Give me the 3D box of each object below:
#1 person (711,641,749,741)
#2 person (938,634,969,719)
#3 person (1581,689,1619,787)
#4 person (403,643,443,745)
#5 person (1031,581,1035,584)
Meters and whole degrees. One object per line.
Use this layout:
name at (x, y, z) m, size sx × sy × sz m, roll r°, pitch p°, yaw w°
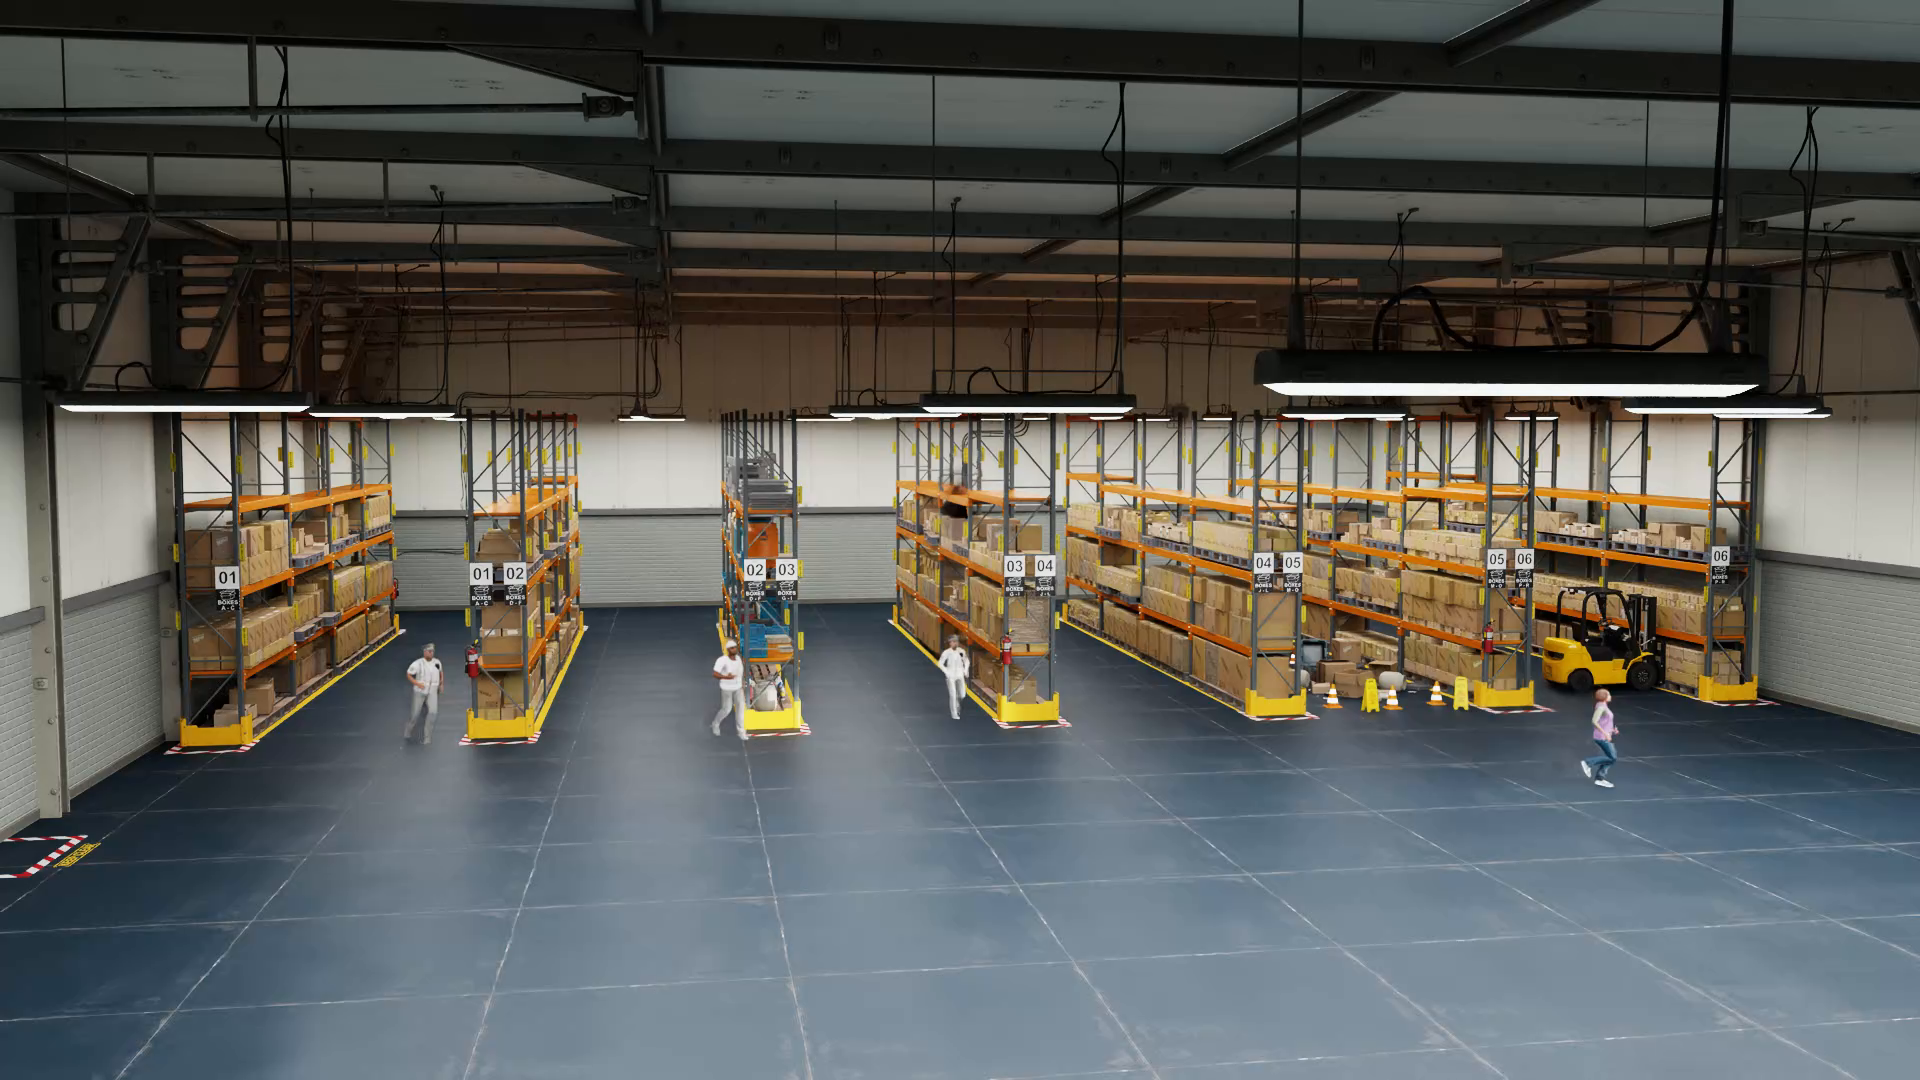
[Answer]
person at (-4.163, 2.721, 30.232) m, size 0.709 × 1.786 × 0.881 m, roll -4°, pitch 6°, yaw -44°
person at (-0.104, 2.647, 32.254) m, size 0.632 × 1.655 × 0.479 m, roll -1°, pitch 4°, yaw -14°
person at (10.129, 3.122, 26.296) m, size 0.549 × 1.560 × 0.537 m, roll 2°, pitch 4°, yaw 24°
person at (-9.641, 2.770, 30.022) m, size 0.737 × 1.815 × 0.767 m, roll -3°, pitch 5°, yaw -36°
person at (2.227, 1.451, 48.890) m, size 0.891 × 1.710 × 0.665 m, roll -3°, pitch 5°, yaw -41°
